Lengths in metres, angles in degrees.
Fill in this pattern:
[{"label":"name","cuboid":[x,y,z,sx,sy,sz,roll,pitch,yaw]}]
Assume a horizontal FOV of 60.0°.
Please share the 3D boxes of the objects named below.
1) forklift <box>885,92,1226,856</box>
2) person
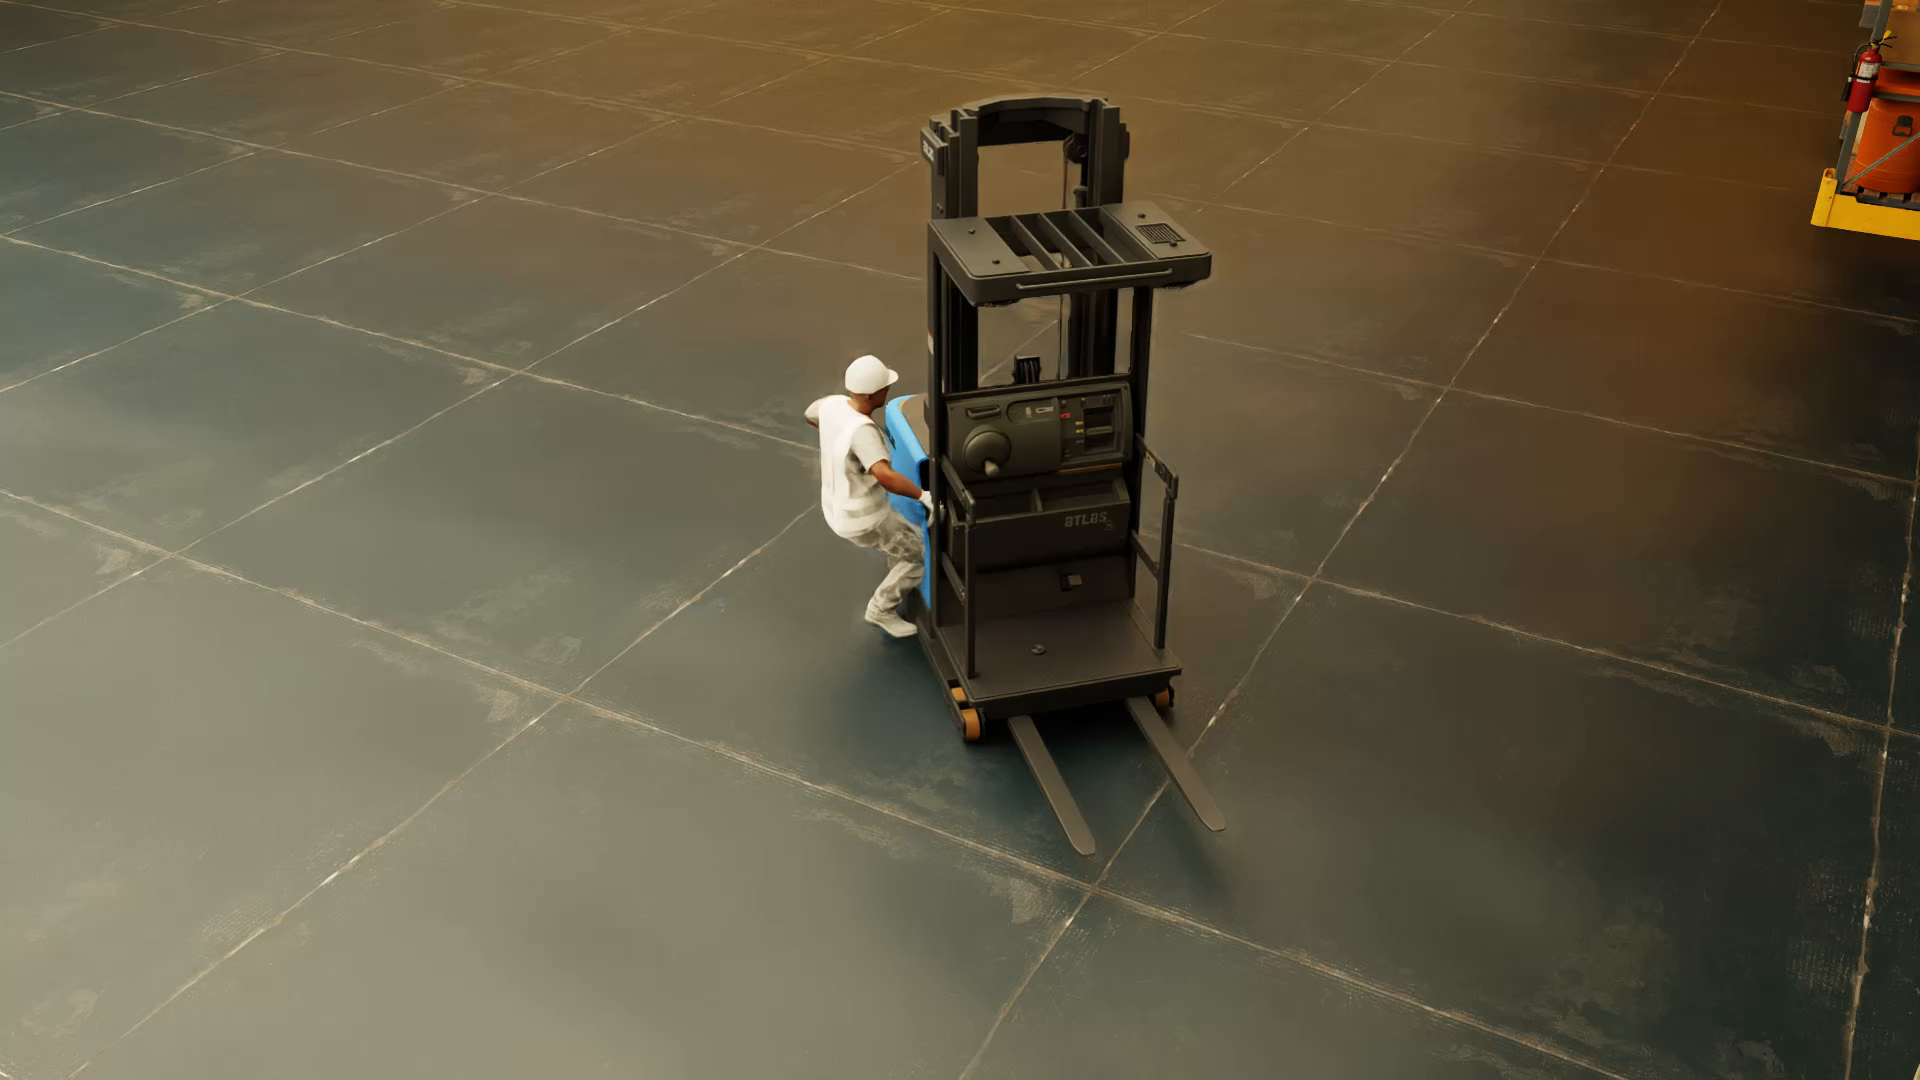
[{"label":"forklift","cuboid":[0.452,-0.485,7.911,1.130,2.935,3.031,-8,31,-13]},{"label":"person","cuboid":[-0.323,-0.230,8.746,0.807,1.666,1.082,-11,32,-18]}]
